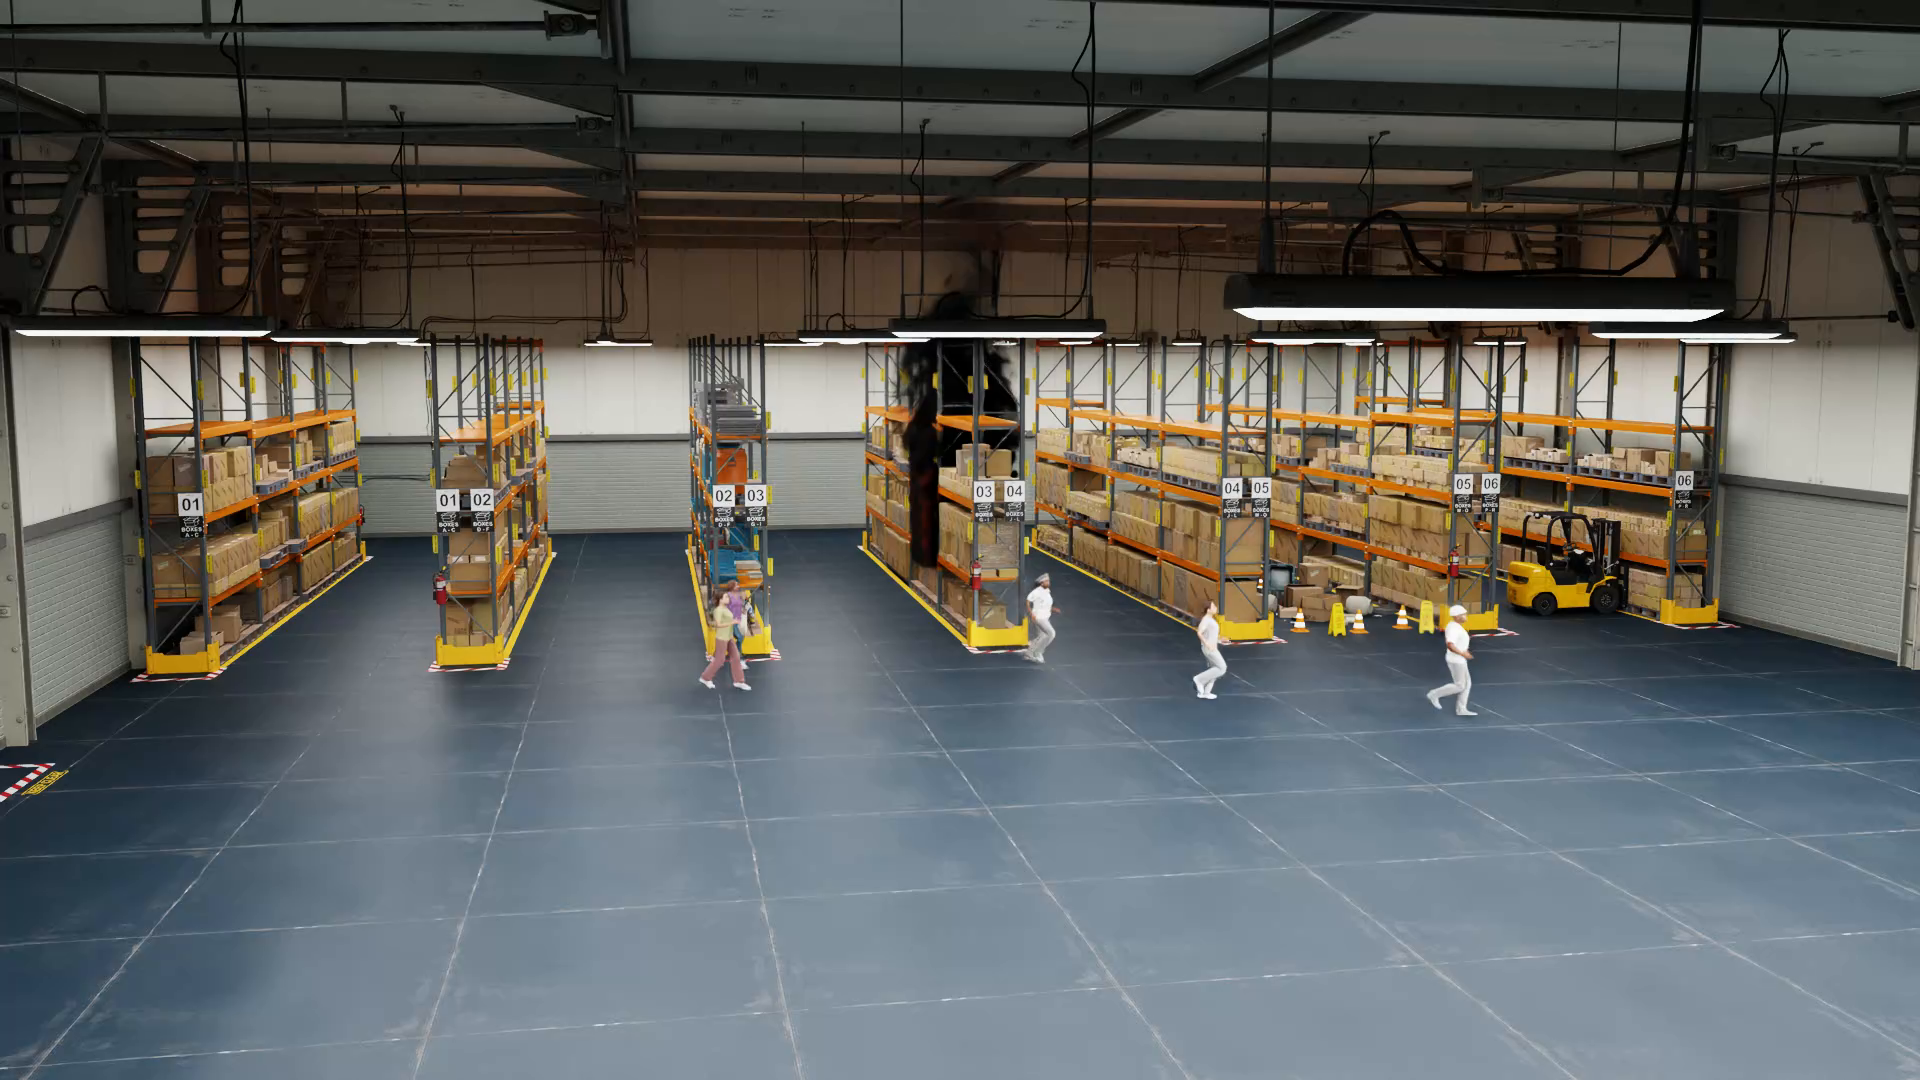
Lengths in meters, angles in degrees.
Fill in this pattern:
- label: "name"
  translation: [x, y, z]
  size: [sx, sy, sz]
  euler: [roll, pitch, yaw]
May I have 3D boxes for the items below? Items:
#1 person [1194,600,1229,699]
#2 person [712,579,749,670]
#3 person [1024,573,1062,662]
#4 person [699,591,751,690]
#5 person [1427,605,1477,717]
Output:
- label: "person"
  translation: [4.151, 1.797, 27.268]
  size: [0.504, 1.627, 0.559]
  euler: [1, 7, 12]
- label: "person"
  translation: [-4.084, 1.506, 29.936]
  size: [0.782, 1.587, 0.533]
  euler: [3, 7, 24]
- label: "person"
  translation: [1.502, 1.413, 30.398]
  size: [0.744, 1.631, 0.505]
  euler: [4, 8, 29]
- label: "person"
  translation: [-3.944, 1.680, 27.815]
  size: [0.881, 1.682, 0.570]
  euler: [1, 7, 11]
- label: "person"
  translation: [7.711, 1.885, 25.986]
  size: [0.768, 1.743, 0.687]
  euler: [2, 7, 16]
